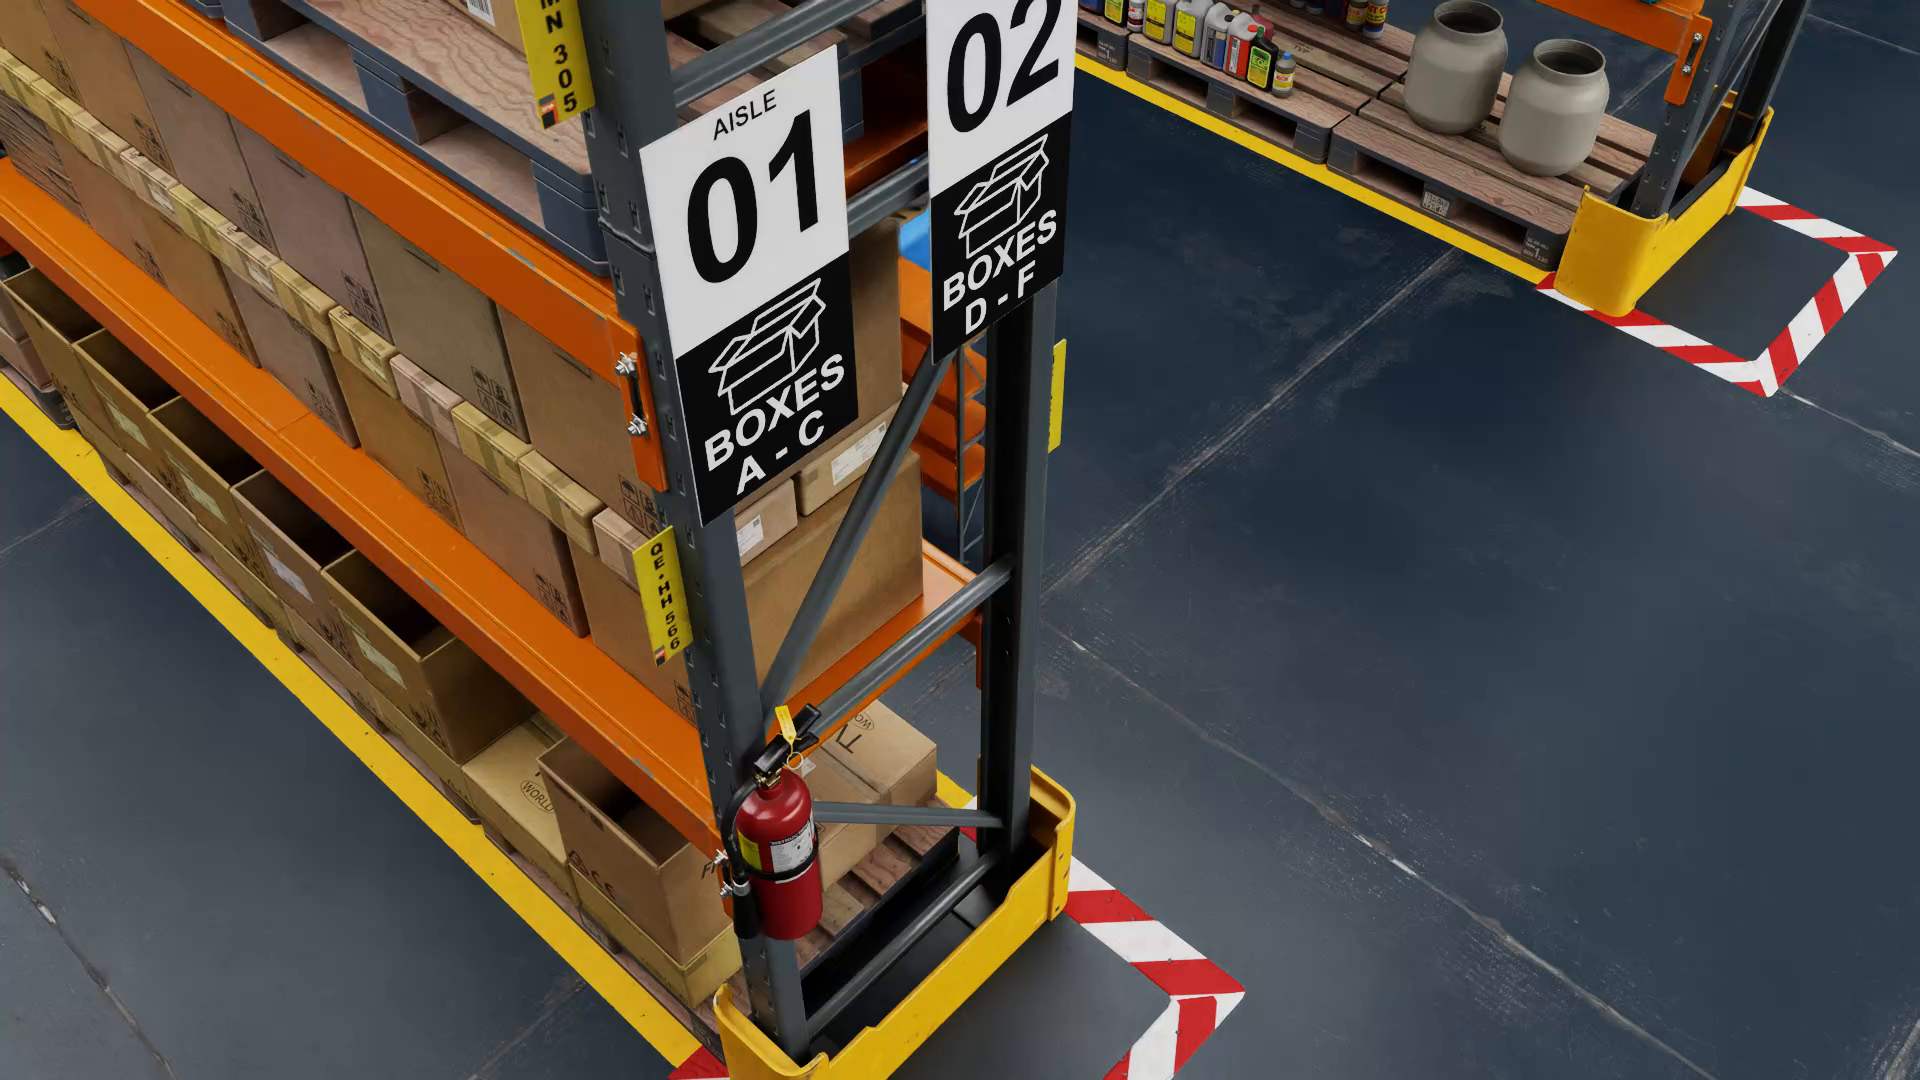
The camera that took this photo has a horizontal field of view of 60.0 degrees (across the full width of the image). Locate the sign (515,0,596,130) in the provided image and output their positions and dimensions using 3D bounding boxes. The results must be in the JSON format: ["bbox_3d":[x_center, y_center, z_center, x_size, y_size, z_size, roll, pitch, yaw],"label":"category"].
[{"bbox_3d":[-0.555,-0.717,2.255,0.005,0.325,0.100,34,55,28],"label":"sign"}]

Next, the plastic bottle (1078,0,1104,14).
[{"bbox_3d":[0.697,-2.856,8.390,0.185,0.351,0.144,32,54,26],"label":"plastic bottle"}]

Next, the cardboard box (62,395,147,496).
[{"bbox_3d":[-2.981,-0.486,6.247,0.500,0.250,0.500,34,55,28],"label":"cardboard box"}]

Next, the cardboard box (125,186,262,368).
[{"bbox_3d":[-2.028,-0.986,5.050,0.500,0.500,0.700,35,56,28],"label":"cardboard box"}]

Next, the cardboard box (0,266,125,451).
[{"bbox_3d":[-2.988,-0.738,5.969,0.500,0.500,0.500,34,55,28],"label":"cardboard box"}]

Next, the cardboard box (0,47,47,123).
[{"bbox_3d":[-2.675,-1.444,5.035,0.250,0.149,0.380,33,55,27],"label":"cardboard box"}]

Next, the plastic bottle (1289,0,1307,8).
[{"bbox_3d":[1.739,-2.848,8.437,0.097,0.271,0.097,0,47,0],"label":"plastic bottle"}]

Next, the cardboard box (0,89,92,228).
[{"bbox_3d":[-2.786,-1.494,5.526,0.500,0.500,0.700,33,55,27],"label":"cardboard box"}]

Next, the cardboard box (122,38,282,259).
[{"bbox_3d":[-1.679,-1.193,4.354,0.500,0.500,0.700,34,55,28],"label":"cardboard box"}]

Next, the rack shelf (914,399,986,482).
[{"bbox_3d":[-0.107,-0.438,5.930,0.480,0.148,0.258,33,55,27],"label":"rack shelf"}]

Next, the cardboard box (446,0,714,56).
[{"bbox_3d":[-0.596,-1.238,2.842,0.797,0.503,0.637,-34,56,-28],"label":"cardboard box"}]

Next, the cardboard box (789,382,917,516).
[{"bbox_3d":[-0.319,-0.263,3.926,0.250,0.149,0.380,34,55,27],"label":"cardboard box"}]

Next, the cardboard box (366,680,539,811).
[{"bbox_3d":[-1.515,0.506,5.316,0.500,0.250,0.500,34,55,28],"label":"cardboard box"}]

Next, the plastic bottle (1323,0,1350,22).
[{"bbox_3d":[1.911,-2.755,8.341,0.133,0.283,0.061,35,56,28],"label":"plastic bottle"}]

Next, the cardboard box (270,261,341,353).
[{"bbox_3d":[-1.539,-0.680,4.318,0.250,0.149,0.380,35,56,29],"label":"cardboard box"}]

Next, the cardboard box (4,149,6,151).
[{"bbox_3d":[-3.995,-1.371,6.693,0.500,0.311,0.500,35,56,29],"label":"cardboard box"}]

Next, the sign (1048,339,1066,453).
[{"bbox_3d":[0.204,-0.315,3.841,0.005,0.325,0.100,34,55,28],"label":"sign"}]

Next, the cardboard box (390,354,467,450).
[{"bbox_3d":[-1.151,-0.421,4.075,0.250,0.149,0.380,35,56,28],"label":"cardboard box"}]

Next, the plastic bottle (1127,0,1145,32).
[{"bbox_3d":[0.889,-2.653,8.301,0.097,0.201,0.097,0,47,0],"label":"plastic bottle"}]

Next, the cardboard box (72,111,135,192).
[{"bbox_3d":[-2.299,-1.191,4.797,0.250,0.149,0.380,32,55,27],"label":"cardboard box"}]

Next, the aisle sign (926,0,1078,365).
[{"bbox_3d":[0.079,-0.719,3.084,0.004,0.787,0.394,34,55,28],"label":"aisle sign"}]

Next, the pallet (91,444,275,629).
[{"bbox_3d":[-2.560,-0.305,6.392,1.213,0.211,1.003,34,55,28],"label":"pallet"}]

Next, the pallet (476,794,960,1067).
[{"bbox_3d":[-0.767,0.901,5.259,1.213,0.211,1.003,34,55,28],"label":"pallet"}]

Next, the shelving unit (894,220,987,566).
[{"bbox_3d":[-0.107,-0.484,5.881,0.503,1.200,0.258,33,55,27],"label":"shelving unit"}]

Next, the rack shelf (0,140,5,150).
[{"bbox_3d":[-4.586,-2.418,6.956,4.000,0.370,1.077,34,55,28],"label":"rack shelf"}]

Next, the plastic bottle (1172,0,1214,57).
[{"bbox_3d":[1.146,-2.554,8.106,0.144,0.351,0.185,-36,56,-29],"label":"plastic bottle"}]

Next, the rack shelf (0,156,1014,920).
[{"bbox_3d":[-1.646,-0.440,5.099,4.000,0.370,1.077,34,55,28],"label":"rack shelf"}]

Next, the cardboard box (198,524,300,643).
[{"bbox_3d":[-2.253,0.014,5.778,0.500,0.250,0.500,34,55,28],"label":"cardboard box"}]

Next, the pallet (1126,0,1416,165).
[{"bbox_3d":[1.612,-2.415,8.373,1.213,0.211,1.003,34,55,28],"label":"pallet"}]

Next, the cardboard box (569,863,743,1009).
[{"bbox_3d":[-0.771,0.993,4.858,0.500,0.250,0.500,34,55,28],"label":"cardboard box"}]

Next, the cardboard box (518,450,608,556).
[{"bbox_3d":[-0.780,-0.169,3.838,0.250,0.149,0.380,35,56,28],"label":"cardboard box"}]

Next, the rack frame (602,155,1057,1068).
[{"bbox_3d":[-0.177,0.302,3.909,0.127,3.000,1.000,34,55,28],"label":"rack frame"}]

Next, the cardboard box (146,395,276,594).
[{"bbox_3d":[-2.253,-0.243,5.505,0.500,0.500,0.500,34,55,28],"label":"cardboard box"}]

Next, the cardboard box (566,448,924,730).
[{"bbox_3d":[-0.511,0.030,4.095,0.500,0.500,0.700,34,55,28],"label":"cardboard box"}]

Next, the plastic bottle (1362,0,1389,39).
[{"bbox_3d":[2.065,-2.630,8.231,0.097,0.271,0.097,0,47,0],"label":"plastic bottle"}]

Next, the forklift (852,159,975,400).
[{"bbox_3d":[-1.373,-1.991,6.109,3.031,2.935,1.130,33,55,27],"label":"forklift"}]

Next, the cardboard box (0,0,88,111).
[{"bbox_3d":[-2.414,-1.689,4.819,0.500,0.500,0.700,34,55,28],"label":"cardboard box"}]

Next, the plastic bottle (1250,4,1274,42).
[{"bbox_3d":[1.444,-2.440,8.045,0.133,0.283,0.061,34,55,28],"label":"plastic bottle"}]

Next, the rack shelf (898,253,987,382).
[{"bbox_3d":[-0.107,-0.753,5.595,0.480,0.148,0.258,33,55,27],"label":"rack shelf"}]

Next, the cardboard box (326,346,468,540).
[{"bbox_3d":[-1.261,-0.475,4.570,0.500,0.500,0.700,34,56,28],"label":"cardboard box"}]

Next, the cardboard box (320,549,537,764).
[{"bbox_3d":[-1.517,0.251,5.041,0.500,0.500,0.500,34,55,28],"label":"cardboard box"}]

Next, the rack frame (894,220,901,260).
[{"bbox_3d":[-0.288,-0.603,5.993,0.015,1.200,0.240,33,55,27],"label":"rack frame"}]

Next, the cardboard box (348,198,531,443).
[{"bbox_3d":[-0.940,-0.697,3.888,0.500,0.500,0.700,33,55,27],"label":"cardboard box"}]

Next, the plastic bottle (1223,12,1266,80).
[{"bbox_3d":[1.372,-2.380,7.994,0.135,0.276,0.152,34,56,28],"label":"plastic bottle"}]

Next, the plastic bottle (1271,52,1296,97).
[{"bbox_3d":[1.539,-2.215,7.890,0.097,0.201,0.097,0,47,0],"label":"plastic bottle"}]

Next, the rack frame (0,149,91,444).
[{"bbox_3d":[-3.116,-1.675,5.766,0.127,3.000,1.000,34,55,28],"label":"rack frame"}]

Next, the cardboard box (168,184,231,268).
[{"bbox_3d":[-1.909,-0.931,4.553,0.250,0.149,0.380,34,55,27],"label":"cardboard box"}]

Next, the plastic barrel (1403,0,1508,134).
[{"bbox_3d":[2.282,-2.174,7.652,0.421,0.512,0.421,0,47,0],"label":"plastic barrel"}]

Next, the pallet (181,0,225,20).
[{"bbox_3d":[-1.579,-1.661,3.755,1.213,0.211,1.003,34,55,28],"label":"pallet"}]

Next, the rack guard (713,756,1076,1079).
[{"bbox_3d":[-0.159,1.170,4.809,0.348,0.500,1.175,34,55,28],"label":"rack guard"}]

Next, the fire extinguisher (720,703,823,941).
[{"bbox_3d":[-0.405,0.636,3.648,0.183,0.674,0.296,34,55,28],"label":"fire extinguisher"}]
